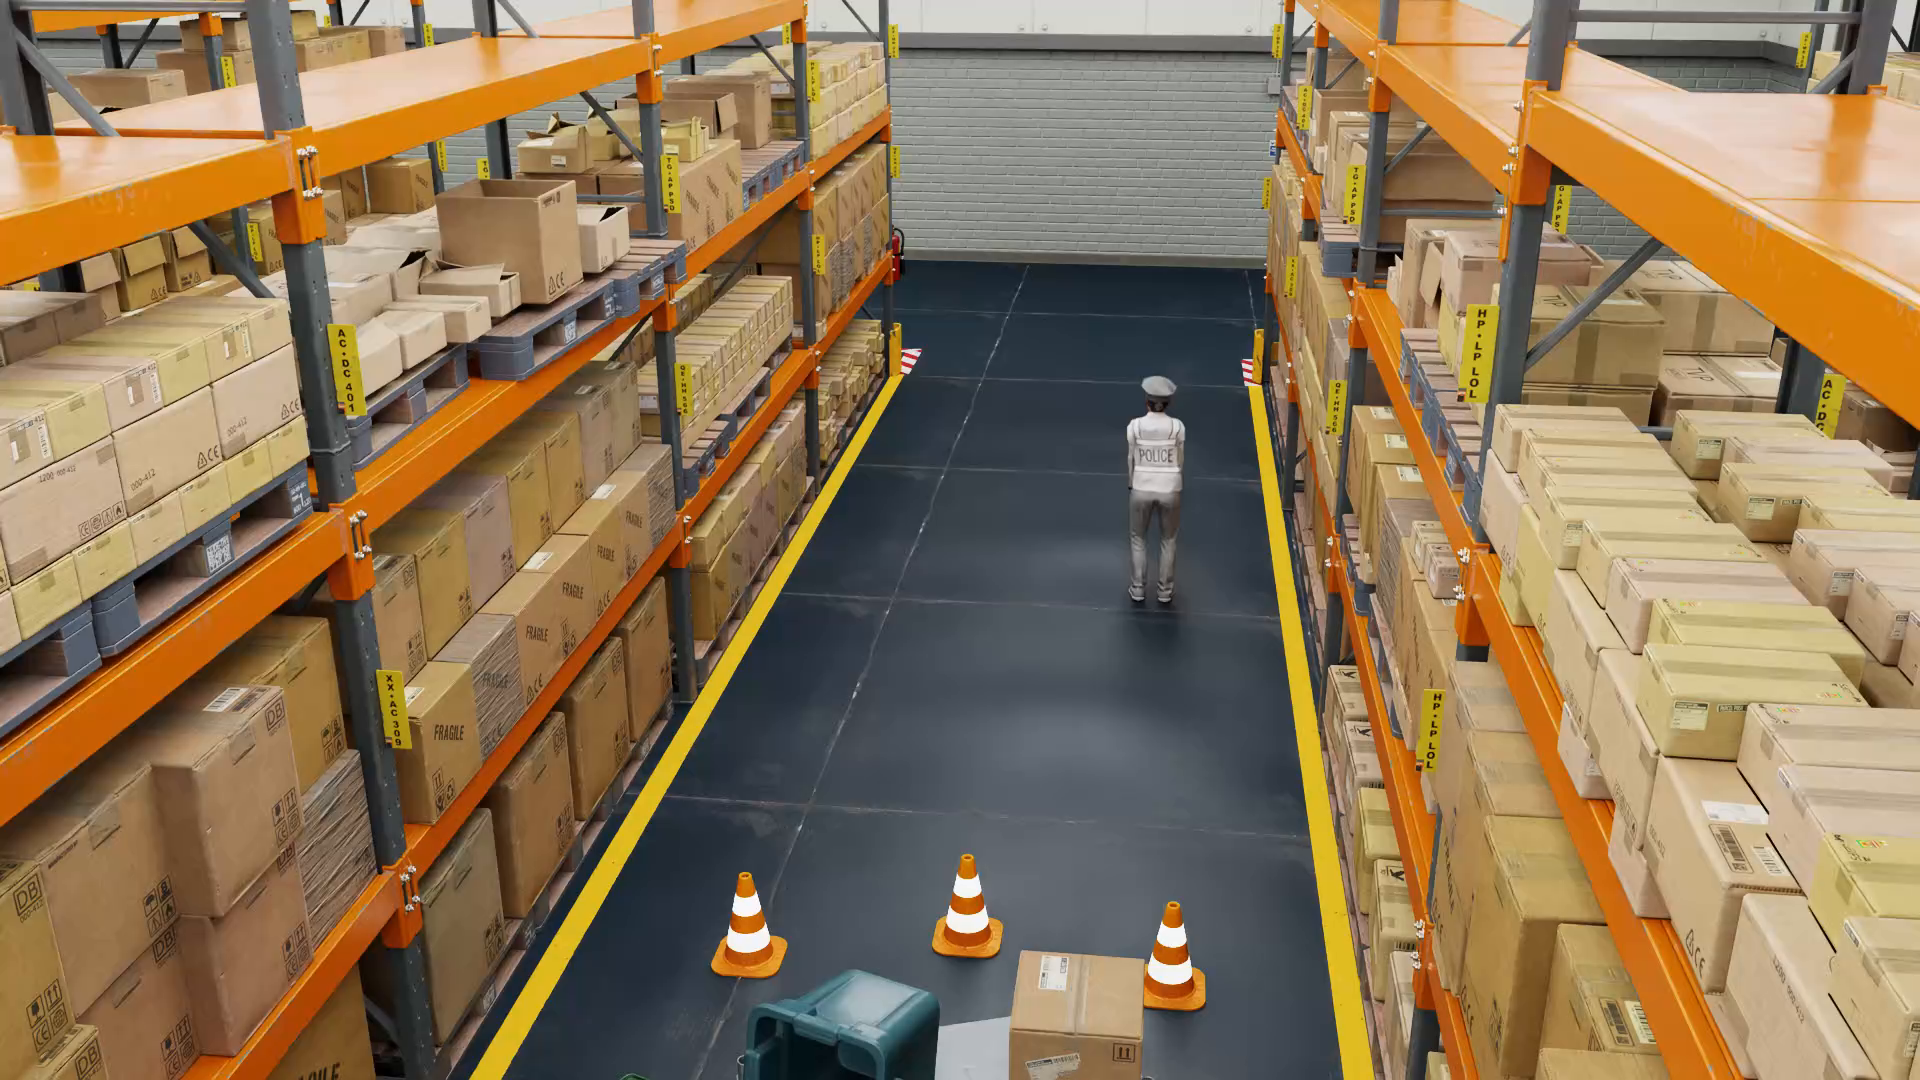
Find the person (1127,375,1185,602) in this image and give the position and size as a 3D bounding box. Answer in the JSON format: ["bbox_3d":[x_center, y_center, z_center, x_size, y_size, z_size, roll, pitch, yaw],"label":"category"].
[{"bbox_3d":[1.400,-0.365,12.017,0.416,1.675,0.530,2,21,5],"label":"person"}]
